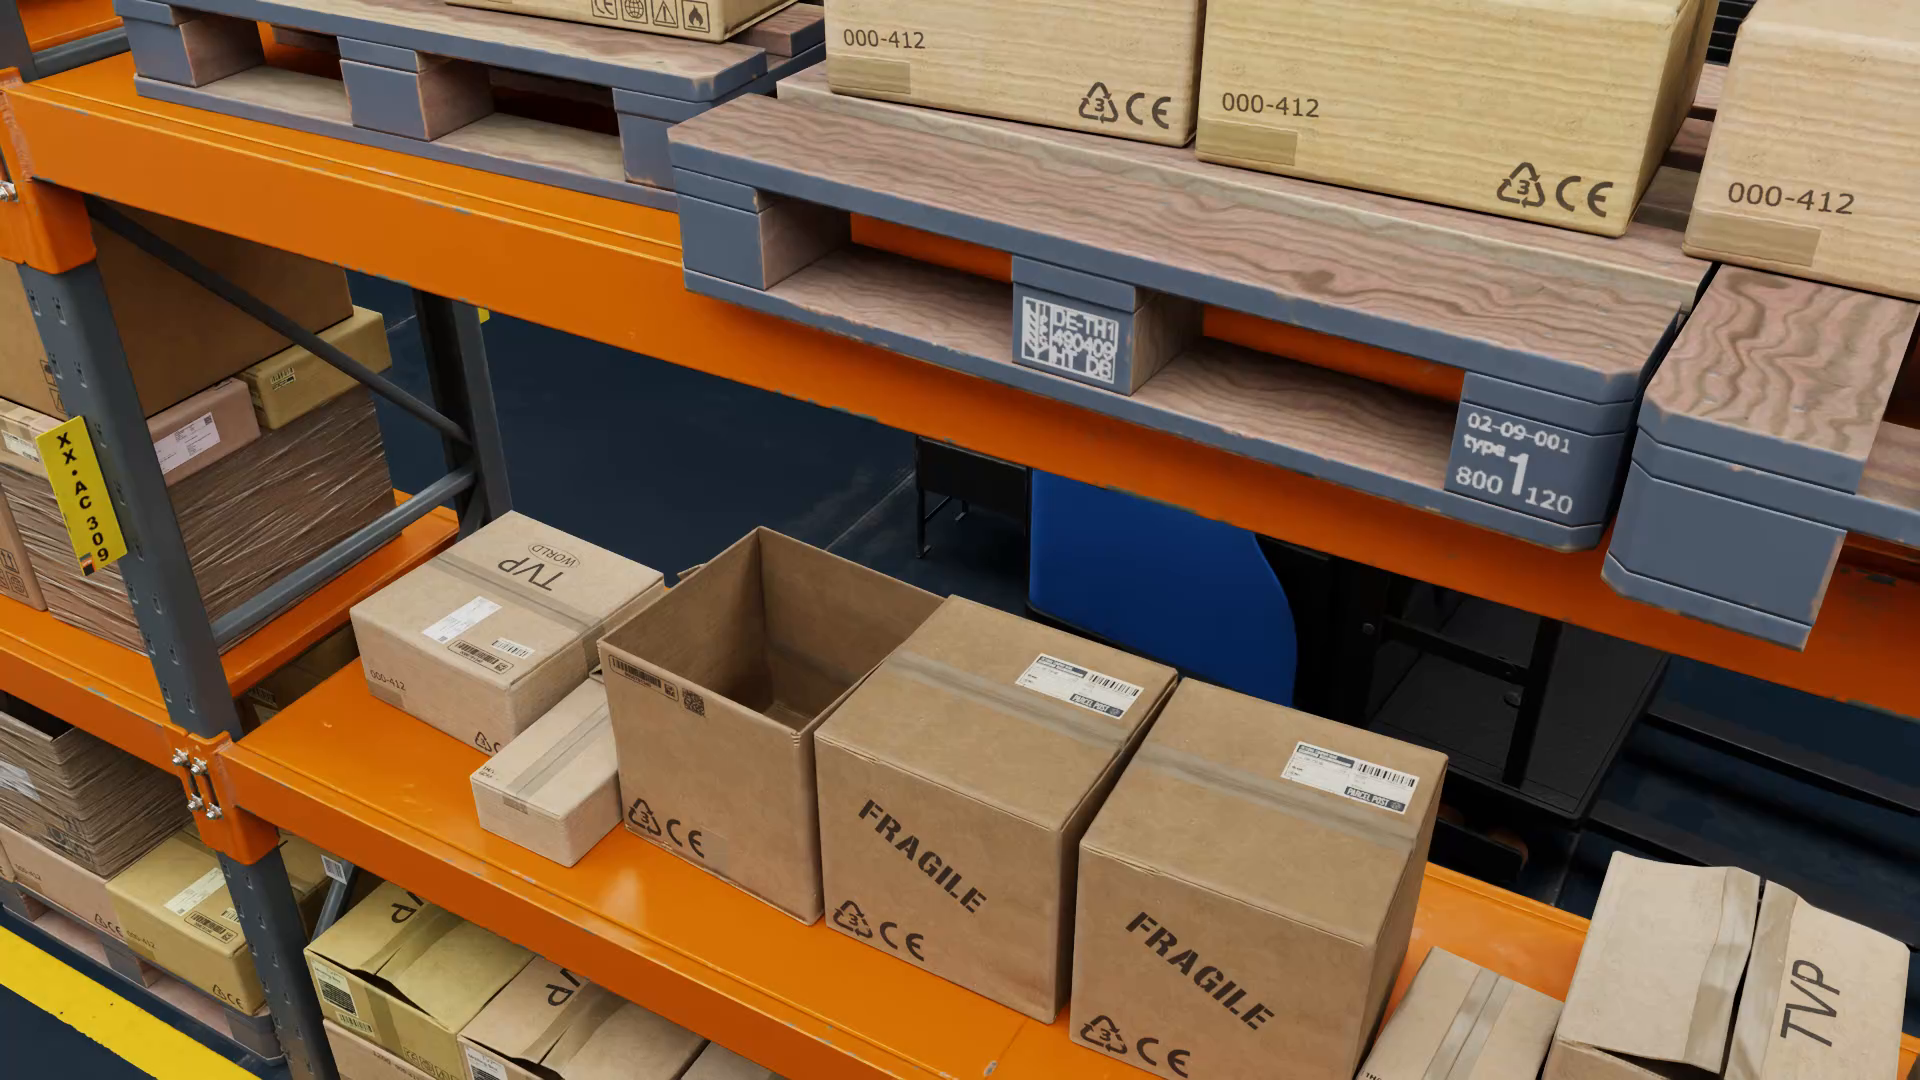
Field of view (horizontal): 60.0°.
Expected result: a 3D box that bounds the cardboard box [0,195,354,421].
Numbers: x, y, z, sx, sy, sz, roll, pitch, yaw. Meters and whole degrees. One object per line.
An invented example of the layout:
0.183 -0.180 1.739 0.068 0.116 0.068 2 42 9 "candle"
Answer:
-1.865 -0.660 3.774 0.500 0.500 0.700 18 38 25 "cardboard box"

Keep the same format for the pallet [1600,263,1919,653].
1.363 -0.173 1.767 1.003 0.211 1.213 19 38 27 "pallet"

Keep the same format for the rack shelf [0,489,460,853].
-3.213 -0.210 5.008 4.000 0.370 1.077 18 37 24 "rack shelf"

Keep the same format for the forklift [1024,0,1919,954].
1.728 -0.498 4.853 3.031 2.935 1.130 21 39 29 "forklift"

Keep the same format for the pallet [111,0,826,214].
-0.704 -0.892 2.849 1.217 0.209 0.805 16 37 23 "pallet"

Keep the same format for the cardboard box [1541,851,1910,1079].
1.316 0.839 2.865 0.500 0.311 0.500 17 37 24 "cardboard box"

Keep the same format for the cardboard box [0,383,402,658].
-1.865 -0.120 4.134 0.500 0.500 0.700 17 37 23 "cardboard box"

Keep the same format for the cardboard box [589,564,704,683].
-0.622 0.250 3.789 0.258 0.266 0.396 17 37 23 "cardboard box"

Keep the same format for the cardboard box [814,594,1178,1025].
0.074 0.501 3.202 0.500 0.500 0.500 18 38 24 "cardboard box"

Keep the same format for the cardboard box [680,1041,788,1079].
-0.360 1.292 3.699 0.500 0.311 0.500 16 37 23 "cardboard box"

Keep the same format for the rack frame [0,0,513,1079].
-1.477 0.041 3.983 0.127 3.000 1.000 18 37 24 "rack frame"

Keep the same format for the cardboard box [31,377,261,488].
-1.819 -0.243 3.733 0.250 0.149 0.380 18 37 24 "cardboard box"

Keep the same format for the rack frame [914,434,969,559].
-0.068 -0.896 6.200 0.015 2.100 0.400 18 37 24 "rack frame"

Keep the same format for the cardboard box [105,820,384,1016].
-1.988 0.988 4.662 0.500 0.250 0.500 18 37 24 "cardboard box"

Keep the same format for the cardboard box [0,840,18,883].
-2.858 0.715 5.071 0.500 0.250 0.500 18 37 24 "cardboard box"

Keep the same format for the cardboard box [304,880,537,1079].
-1.242 1.010 4.122 0.500 0.311 0.500 18 38 25 "cardboard box"

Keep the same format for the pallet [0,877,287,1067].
-2.146 0.962 5.114 1.213 0.211 1.003 18 37 24 "pallet"

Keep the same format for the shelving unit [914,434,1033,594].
0.144 -0.828 6.100 0.503 2.100 0.431 18 37 24 "shelving unit"

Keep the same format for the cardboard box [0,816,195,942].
-2.417 0.846 4.876 0.500 0.250 0.500 18 37 24 "cardboard box"

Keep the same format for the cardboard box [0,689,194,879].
-2.416 0.533 4.669 0.500 0.500 0.500 18 37 24 "cardboard box"

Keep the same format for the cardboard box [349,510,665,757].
-1.028 0.217 3.852 0.500 0.250 0.500 20 39 27 "cardboard box"

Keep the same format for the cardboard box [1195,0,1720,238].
0.619 -0.616 2.019 0.500 0.250 0.500 17 37 23 "cardboard box"

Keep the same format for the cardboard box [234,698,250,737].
-2.162 0.286 5.039 0.500 0.500 0.500 18 37 24 "cardboard box"

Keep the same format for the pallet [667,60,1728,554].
0.390 -0.479 2.227 1.213 0.211 1.003 19 38 27 "pallet"

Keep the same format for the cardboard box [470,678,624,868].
-0.809 0.487 3.539 0.250 0.149 0.380 18 37 24 "cardboard box"

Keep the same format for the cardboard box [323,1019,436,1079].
-1.249 1.241 4.283 0.500 0.250 0.500 17 37 23 "cardboard box"

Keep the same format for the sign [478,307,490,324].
-1.216 -0.672 4.080 0.005 0.325 0.100 18 37 24 "sign"

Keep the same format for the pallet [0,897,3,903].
-3.210 0.627 5.617 1.213 0.211 1.003 18 37 24 "pallet"

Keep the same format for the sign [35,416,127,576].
-1.751 -0.085 3.319 0.005 0.325 0.100 18 37 24 "sign"

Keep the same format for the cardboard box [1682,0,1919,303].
1.110 -0.453 1.775 0.500 0.250 0.500 19 38 26 "cardboard box"

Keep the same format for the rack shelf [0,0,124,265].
-3.213 -1.458 4.177 4.000 0.370 1.077 18 37 24 "rack shelf"

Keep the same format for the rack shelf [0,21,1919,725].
0.260 -0.358 2.525 4.000 0.370 1.077 18 37 24 "rack shelf"

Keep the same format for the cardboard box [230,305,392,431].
-1.614 -0.438 4.026 0.250 0.149 0.380 18 37 24 "cardboard box"

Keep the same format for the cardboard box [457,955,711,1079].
-0.810 1.151 3.912 0.500 0.311 0.500 17 37 24 "cardboard box"

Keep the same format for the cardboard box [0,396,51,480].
-2.033 -0.312 3.836 0.250 0.149 0.380 17 37 23 "cardboard box"

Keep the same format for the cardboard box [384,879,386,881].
-1.729 0.737 5.039 0.500 0.250 0.500 18 37 24 "cardboard box"

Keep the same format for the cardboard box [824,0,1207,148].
0.153 -0.765 2.243 0.500 0.250 0.500 14 36 20 "cardboard box"

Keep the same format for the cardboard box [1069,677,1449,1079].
0.531 0.646 2.984 0.500 0.500 0.500 16 37 22 "cardboard box"

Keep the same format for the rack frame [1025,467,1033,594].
0.356 -0.761 5.999 0.015 2.100 0.400 18 37 24 "rack frame"

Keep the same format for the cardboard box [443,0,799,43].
-0.468 -0.996 2.590 0.500 0.250 0.500 14 36 20 "cardboard box"

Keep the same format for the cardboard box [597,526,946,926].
-0.361 0.363 3.408 0.500 0.500 0.500 20 39 28 "cardboard box"

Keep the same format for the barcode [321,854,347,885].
-1.462 0.769 3.881 0.075 0.075 0.001 18 37 24 "barcode"

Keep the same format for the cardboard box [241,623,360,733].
-1.724 0.420 4.838 0.500 0.500 0.500 18 37 24 "cardboard box"

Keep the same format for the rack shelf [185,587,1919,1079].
0.260 0.890 3.356 4.000 0.370 1.077 18 37 24 "rack shelf"

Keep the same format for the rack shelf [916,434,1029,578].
0.144 -0.234 6.495 0.480 0.518 0.431 18 37 24 "rack shelf"

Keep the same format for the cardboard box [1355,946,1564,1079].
0.861 0.922 2.886 0.250 0.149 0.380 21 39 28 "cardboard box"

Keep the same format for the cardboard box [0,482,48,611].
-2.326 -0.262 4.347 0.500 0.500 0.700 17 37 24 "cardboard box"
